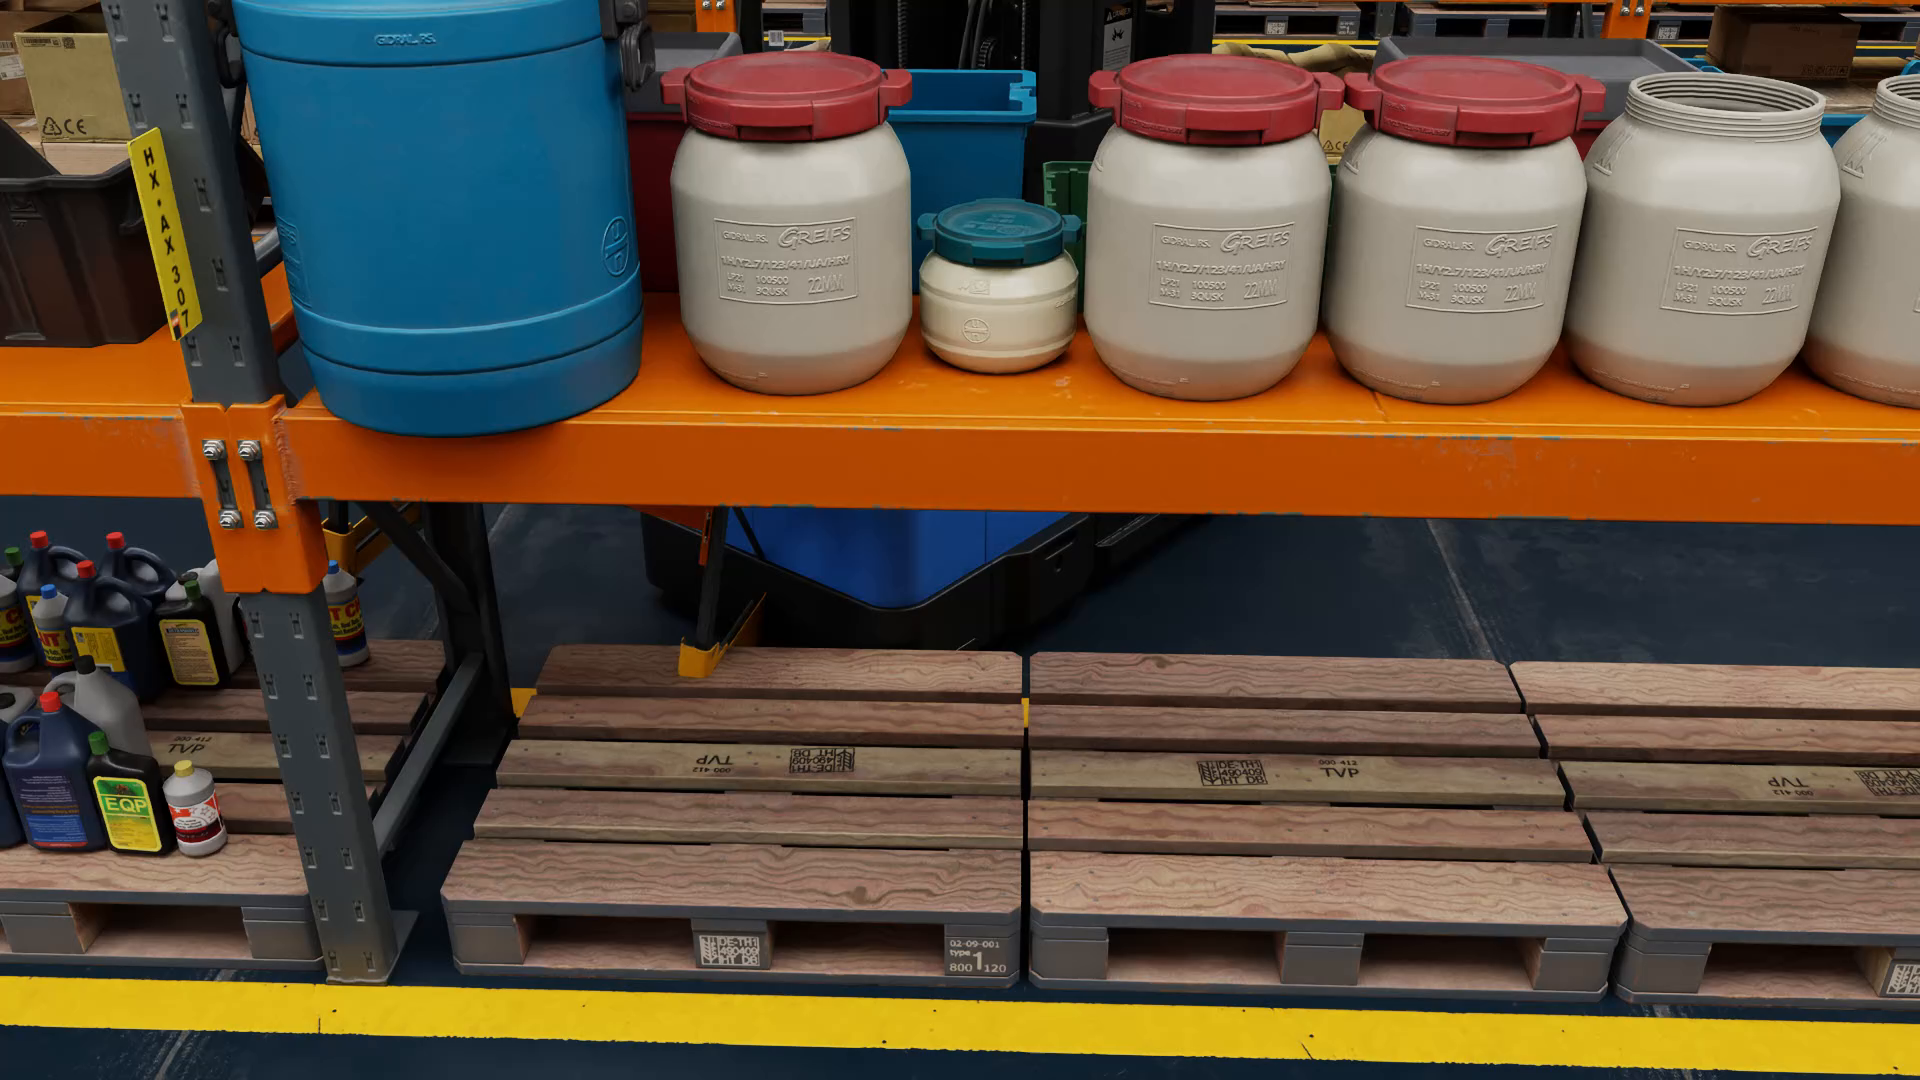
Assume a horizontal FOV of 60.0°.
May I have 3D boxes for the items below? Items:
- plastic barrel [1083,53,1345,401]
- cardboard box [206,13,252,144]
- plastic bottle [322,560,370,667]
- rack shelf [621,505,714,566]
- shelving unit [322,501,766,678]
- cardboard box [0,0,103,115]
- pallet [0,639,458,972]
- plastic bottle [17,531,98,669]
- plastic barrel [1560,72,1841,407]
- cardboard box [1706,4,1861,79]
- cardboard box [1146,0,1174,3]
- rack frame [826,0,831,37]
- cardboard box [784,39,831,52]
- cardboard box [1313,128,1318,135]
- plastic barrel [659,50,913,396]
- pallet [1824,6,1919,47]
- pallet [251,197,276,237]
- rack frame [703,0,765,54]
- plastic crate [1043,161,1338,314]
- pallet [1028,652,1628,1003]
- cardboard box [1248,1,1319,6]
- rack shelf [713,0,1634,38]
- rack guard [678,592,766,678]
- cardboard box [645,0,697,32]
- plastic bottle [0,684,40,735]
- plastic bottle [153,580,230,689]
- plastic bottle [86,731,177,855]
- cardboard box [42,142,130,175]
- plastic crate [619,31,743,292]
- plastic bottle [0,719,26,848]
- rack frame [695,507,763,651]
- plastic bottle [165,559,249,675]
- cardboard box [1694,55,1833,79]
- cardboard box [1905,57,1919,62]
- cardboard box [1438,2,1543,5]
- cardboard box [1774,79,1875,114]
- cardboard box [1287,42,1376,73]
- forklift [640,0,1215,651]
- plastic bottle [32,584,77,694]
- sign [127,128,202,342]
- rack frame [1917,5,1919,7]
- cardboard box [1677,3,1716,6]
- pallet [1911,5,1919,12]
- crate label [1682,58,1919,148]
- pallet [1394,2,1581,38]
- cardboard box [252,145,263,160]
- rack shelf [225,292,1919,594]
[{"bbox_3d":[0.436,-0.554,2.946,0.433,0.535,0.433,0,28,0],"label":"plastic barrel"},{"bbox_3d":[-3.537,-2.188,7.862,0.500,0.500,0.500,1,28,2],"label":"cardboard box"},{"bbox_3d":[-1.549,0.177,4.158,0.097,0.271,0.097,0,28,0],"label":"plastic bottle"},{"bbox_3d":[-1.006,-0.283,4.248,1.000,0.185,0.538,17,33,7],"label":"rack shelf"},{"bbox_3d":[-0.965,-0.428,4.151,1.083,1.500,0.587,17,33,7],"label":"shelving unit"},{"bbox_3d":[-4.519,-2.441,8.339,0.500,0.500,0.500,1,28,2],"label":"cardboard box"},{"bbox_3d":[-1.916,0.577,3.935,1.213,0.211,1.003,1,28,2],"label":"pallet"},{"bbox_3d":[-2.227,0.141,4.139,0.185,0.351,0.144,0,28,0],"label":"plastic bottle"},{"bbox_3d":[1.295,-0.531,2.930,0.421,0.512,0.421,0,28,0],"label":"plastic barrel"},{"bbox_3d":[3.929,-2.393,7.960,0.500,0.250,0.500,2,28,4],"label":"cardboard box"},{"bbox_3d":[1.371,-4.331,12.416,0.500,0.500,0.700,1,28,2],"label":"cardboard box"},{"bbox_3d":[-0.896,-5.261,11.972,0.127,3.000,1.000,1,28,2],"label":"rack frame"},{"bbox_3d":[-0.653,-2.288,8.253,0.500,0.311,0.500,1,28,2],"label":"cardboard box"},{"bbox_3d":[1.374,-2.003,7.715,0.500,0.311,0.500,1,28,1],"label":"cardboard box"},{"bbox_3d":[-0.298,-0.566,2.969,0.433,0.535,0.433,0,28,0],"label":"plastic barrel"},{"bbox_3d":[6.325,-3.874,12.334,1.213,0.211,1.003,1,28,2],"label":"pallet"},{"bbox_3d":[-3.083,-1.762,8.349,1.213,0.211,1.003,1,28,2],"label":"pallet"},{"bbox_3d":[-1.067,-2.943,7.598,0.127,3.000,1.000,1,28,2],"label":"rack frame"},{"bbox_3d":[0.504,-0.634,3.469,0.662,0.188,0.450,1,28,2],"label":"plastic crate"},{"bbox_3d":[0.763,0.622,3.852,1.213,0.211,1.003,1,28,2],"label":"pallet"},{"bbox_3d":[2.380,-4.273,12.306,0.500,0.500,0.700,1,28,3],"label":"cardboard box"},{"bbox_3d":[0.931,-2.592,7.704,4.000,0.370,1.077,1,28,2],"label":"rack shelf"},{"bbox_3d":[-0.605,0.231,4.425,0.087,0.250,0.587,17,33,7],"label":"rack guard"},{"bbox_3d":[-1.520,-2.399,8.259,0.500,0.500,0.500,1,28,2],"label":"cardboard box"},{"bbox_3d":[-2.111,0.436,3.663,0.135,0.276,0.152,1,28,2],"label":"plastic bottle"},{"bbox_3d":[-1.876,0.229,4.047,0.133,0.283,0.061,1,28,2],"label":"plastic bottle"},{"bbox_3d":[-1.738,0.528,3.482,0.133,0.283,0.061,2,28,4],"label":"plastic bottle"},{"bbox_3d":[-4.037,-1.860,8.043,0.500,0.250,0.500,1,28,2],"label":"cardboard box"},{"bbox_3d":[-0.751,-0.788,3.465,0.583,0.464,0.402,1,28,2],"label":"plastic crate"},{"bbox_3d":[-2.092,0.473,3.514,0.185,0.351,0.144,0,28,-1],"label":"plastic bottle"},{"bbox_3d":[-0.491,-0.283,4.088,0.032,1.500,0.500,17,33,7],"label":"rack frame"},{"bbox_3d":[-1.873,0.182,4.142,0.135,0.276,0.152,2,28,4],"label":"plastic bottle"},{"bbox_3d":[3.873,-2.061,8.134,0.500,0.500,0.500,2,28,4],"label":"cardboard box"},{"bbox_3d":[4.915,-2.046,8.107,0.500,0.500,0.500,0,28,0],"label":"cardboard box"},{"bbox_3d":[3.831,-4.357,12.114,0.750,0.750,0.750,1,28,1],"label":"cardboard box"},{"bbox_3d":[3.898,-1.819,7.678,0.500,0.500,0.500,0,28,0],"label":"cardboard box"},{"bbox_3d":[1.892,-2.246,8.172,0.500,0.311,0.500,0,28,1],"label":"cardboard box"},{"bbox_3d":[0.395,-1.522,4.992,1.130,2.935,3.031,21,34,34],"label":"forklift"},{"bbox_3d":[-2.187,0.234,4.050,0.097,0.271,0.097,0,28,0],"label":"plastic bottle"},{"bbox_3d":[-1.276,-0.489,2.674,0.005,0.325,0.100,1,28,2],"label":"sign"},{"bbox_3d":[7.099,-5.129,11.723,0.127,3.000,1.000,1,28,2],"label":"rack frame"},{"bbox_3d":[5.556,-4.328,12.059,0.750,0.750,0.750,2,28,3],"label":"cardboard box"},{"bbox_3d":[7.856,-3.848,12.283,1.213,0.211,1.003,1,28,2],"label":"pallet"},{"bbox_3d":[1.768,-0.717,3.361,0.616,0.435,0.502,1,28,2],"label":"crate label"},{"bbox_3d":[3.886,-3.915,12.410,1.213,0.211,1.003,1,28,2],"label":"pallet"},{"bbox_3d":[-3.038,-1.841,8.007,0.500,0.250,0.500,1,28,2],"label":"cardboard box"},{"bbox_3d":[0.753,-0.273,3.331,4.000,0.370,1.077,1,28,2],"label":"rack shelf"}]
